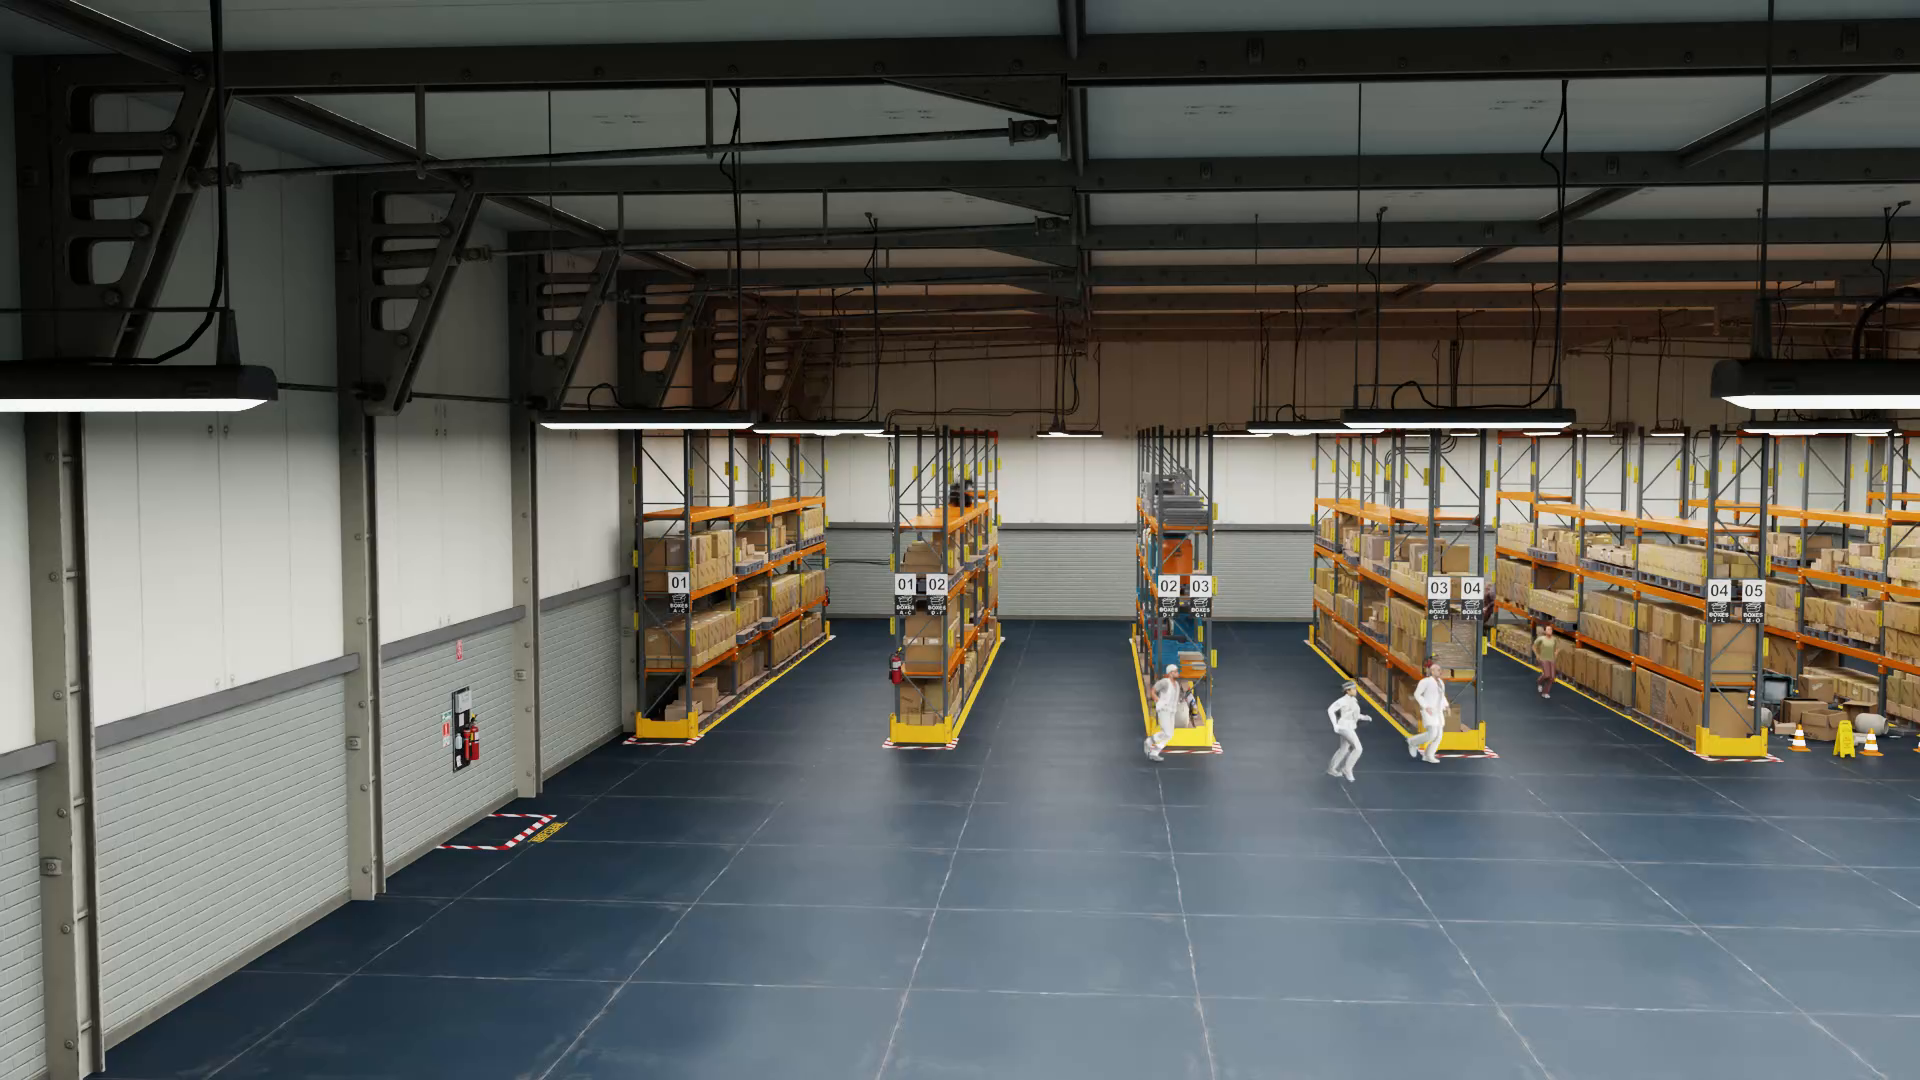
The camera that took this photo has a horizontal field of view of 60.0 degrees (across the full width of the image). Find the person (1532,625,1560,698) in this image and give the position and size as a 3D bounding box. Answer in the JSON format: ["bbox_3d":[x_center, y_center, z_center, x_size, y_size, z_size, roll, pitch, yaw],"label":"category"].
[{"bbox_3d":[13.039,2.692,36.886,0.575,1.627,0.540,0,3,-3],"label":"person"}]

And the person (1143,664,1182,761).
[{"bbox_3d":[3.698,3.076,29.807,0.598,1.690,0.722,3,5,44],"label":"person"}]

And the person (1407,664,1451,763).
[{"bbox_3d":[8.401,3.077,29.686,0.737,1.725,0.658,-3,4,-38],"label":"person"}]

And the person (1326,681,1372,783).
[{"bbox_3d":[6.516,3.208,27.899,0.783,1.709,0.574,2,4,33],"label":"person"}]

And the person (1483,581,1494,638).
[{"bbox_3d":[15.028,2.030,47.355,0.620,1.721,0.760,0,3,-1],"label":"person"}]
